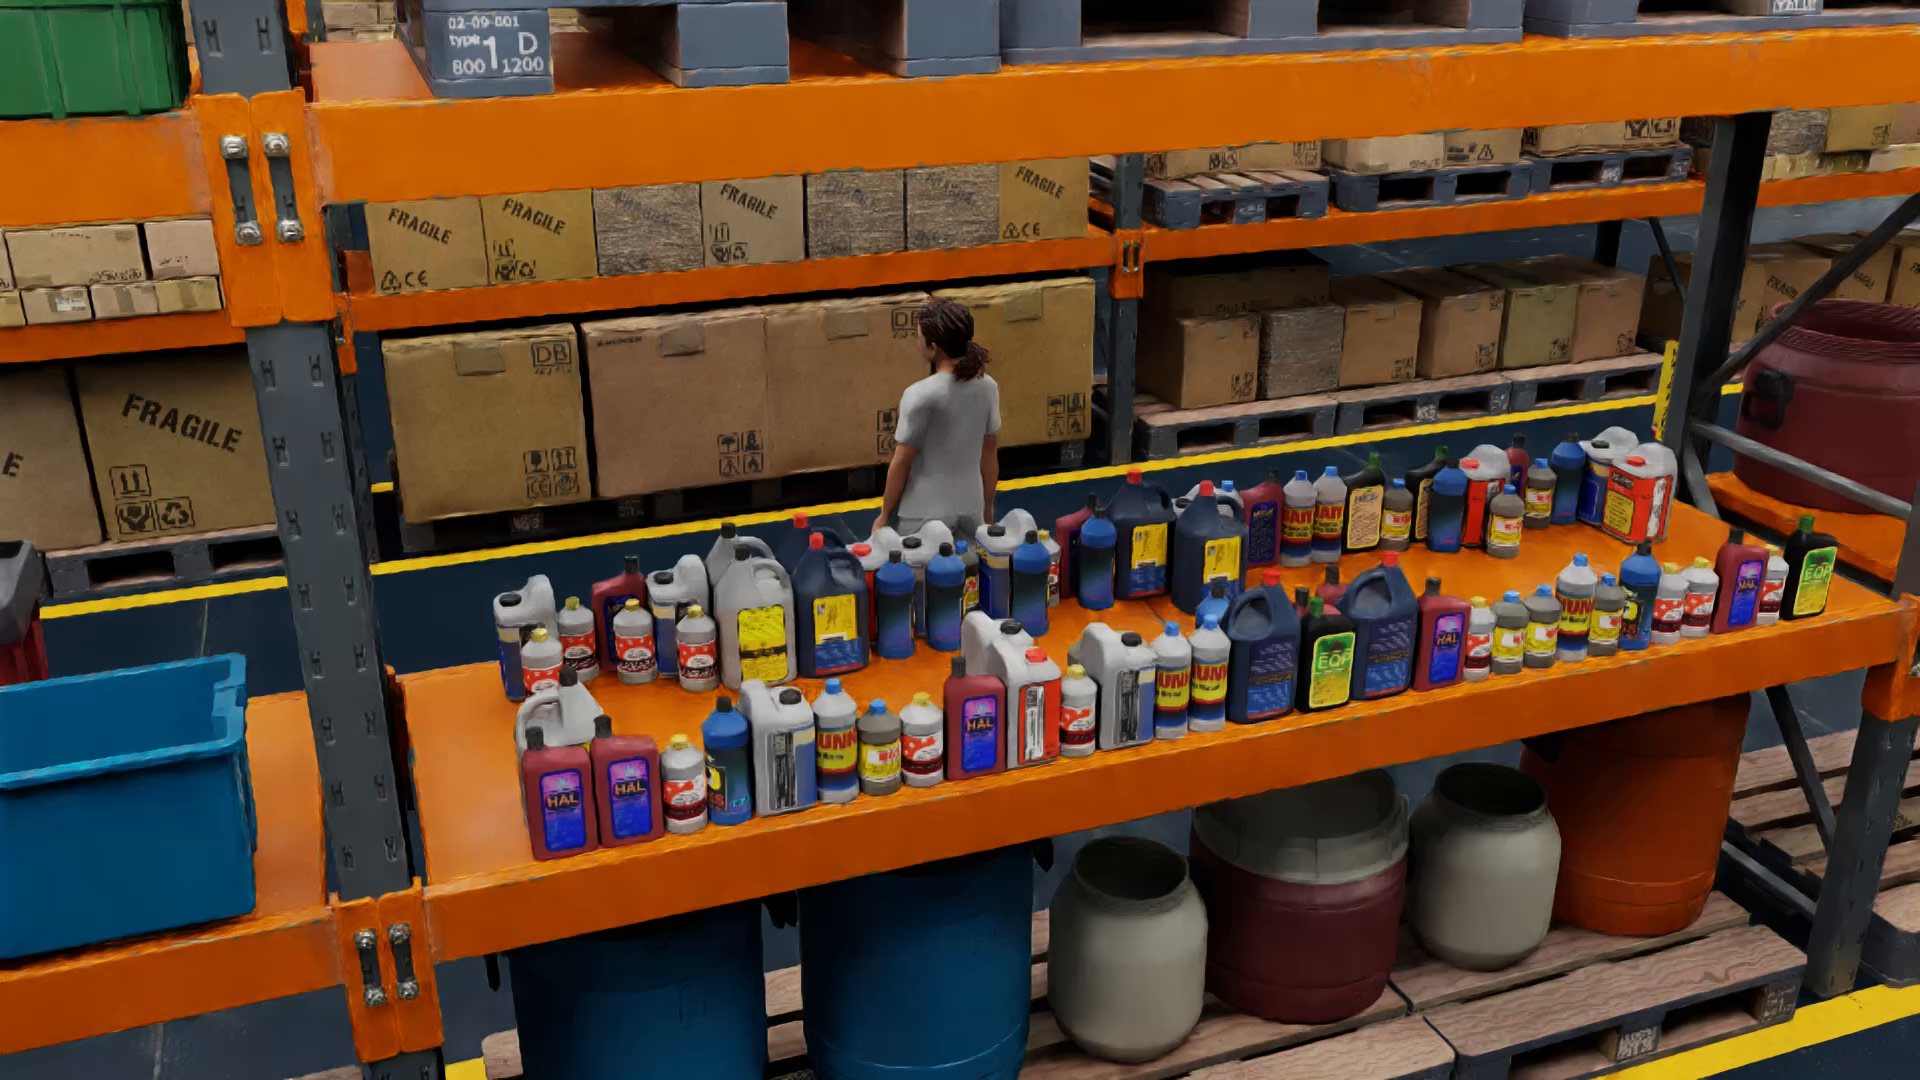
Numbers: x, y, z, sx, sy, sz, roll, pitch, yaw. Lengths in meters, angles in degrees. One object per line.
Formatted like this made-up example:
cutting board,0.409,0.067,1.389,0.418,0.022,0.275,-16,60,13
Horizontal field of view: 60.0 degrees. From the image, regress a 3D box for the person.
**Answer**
person,-0.075,-0.080,6.233,0.496,1.676,0.370,-16,27,-33
